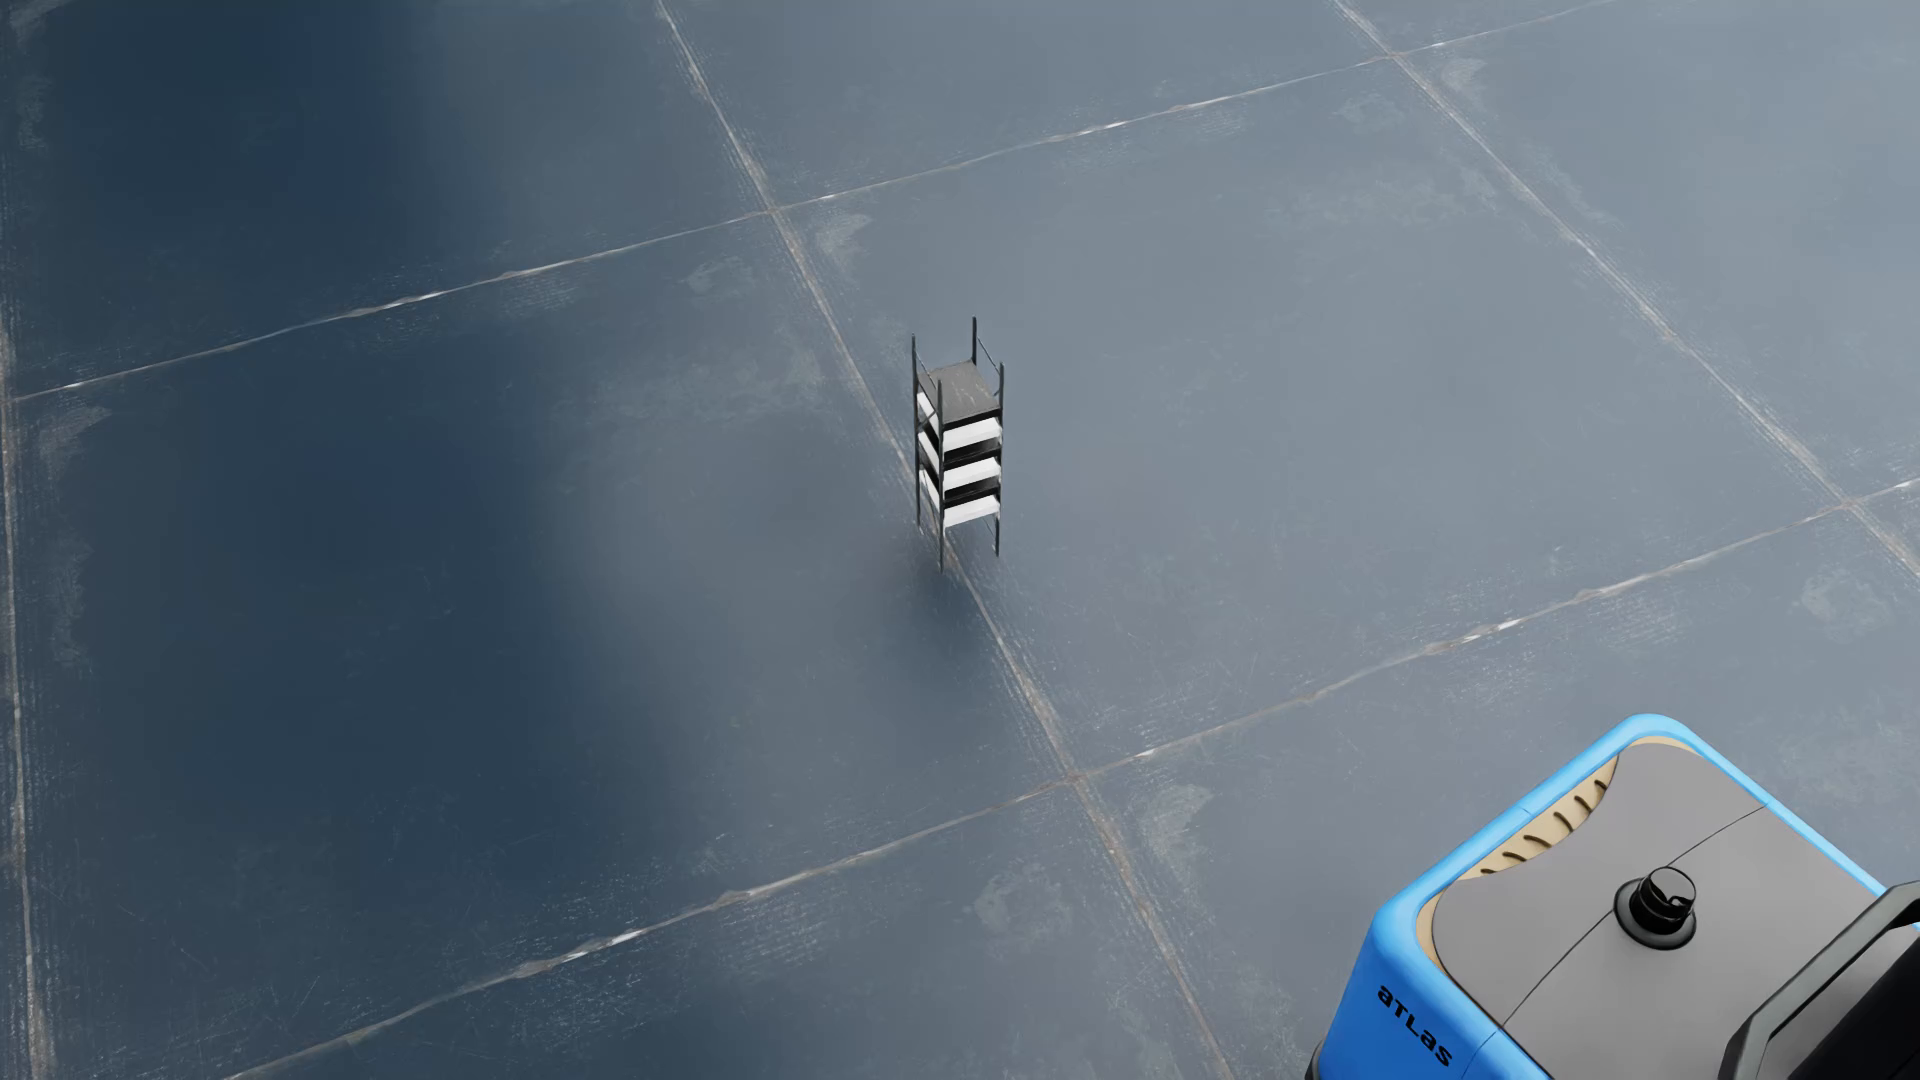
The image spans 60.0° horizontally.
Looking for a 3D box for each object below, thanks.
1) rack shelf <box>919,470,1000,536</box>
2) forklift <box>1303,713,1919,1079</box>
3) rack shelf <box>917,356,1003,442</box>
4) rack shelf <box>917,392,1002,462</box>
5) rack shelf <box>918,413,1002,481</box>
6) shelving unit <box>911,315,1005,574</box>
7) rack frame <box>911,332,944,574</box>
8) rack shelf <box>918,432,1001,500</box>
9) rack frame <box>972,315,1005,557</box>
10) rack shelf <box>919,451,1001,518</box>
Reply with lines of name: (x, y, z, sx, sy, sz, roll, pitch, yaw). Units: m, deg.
rack shelf: (-0.008, -0.152, 5.568, 0.200, 0.077, 0.258, -17, 52, -14)
forklift: (2.169, 1.254, 2.741, 1.130, 2.935, 3.031, -29, 55, -23)
rack shelf: (-0.008, -0.445, 5.227, 0.200, 0.077, 0.258, -17, 52, -14)
rack shelf: (-0.008, -0.386, 5.295, 0.200, 0.077, 0.258, -17, 52, -14)
rack shelf: (-0.008, -0.328, 5.364, 0.200, 0.077, 0.258, -17, 52, -14)
shelving unit: (-0.008, -0.291, 5.407, 0.210, 0.900, 0.258, -17, 52, -14)
rack frame: (-0.102, -0.262, 5.382, 0.006, 0.900, 0.240, -17, 52, -14)
rack shelf: (-0.008, -0.269, 5.432, 0.200, 0.077, 0.258, -17, 52, -14)
rack frame: (0.087, -0.320, 5.432, 0.006, 0.900, 0.240, -17, 52, -14)
rack shelf: (-0.008, -0.211, 5.500, 0.200, 0.077, 0.258, -17, 52, -14)
